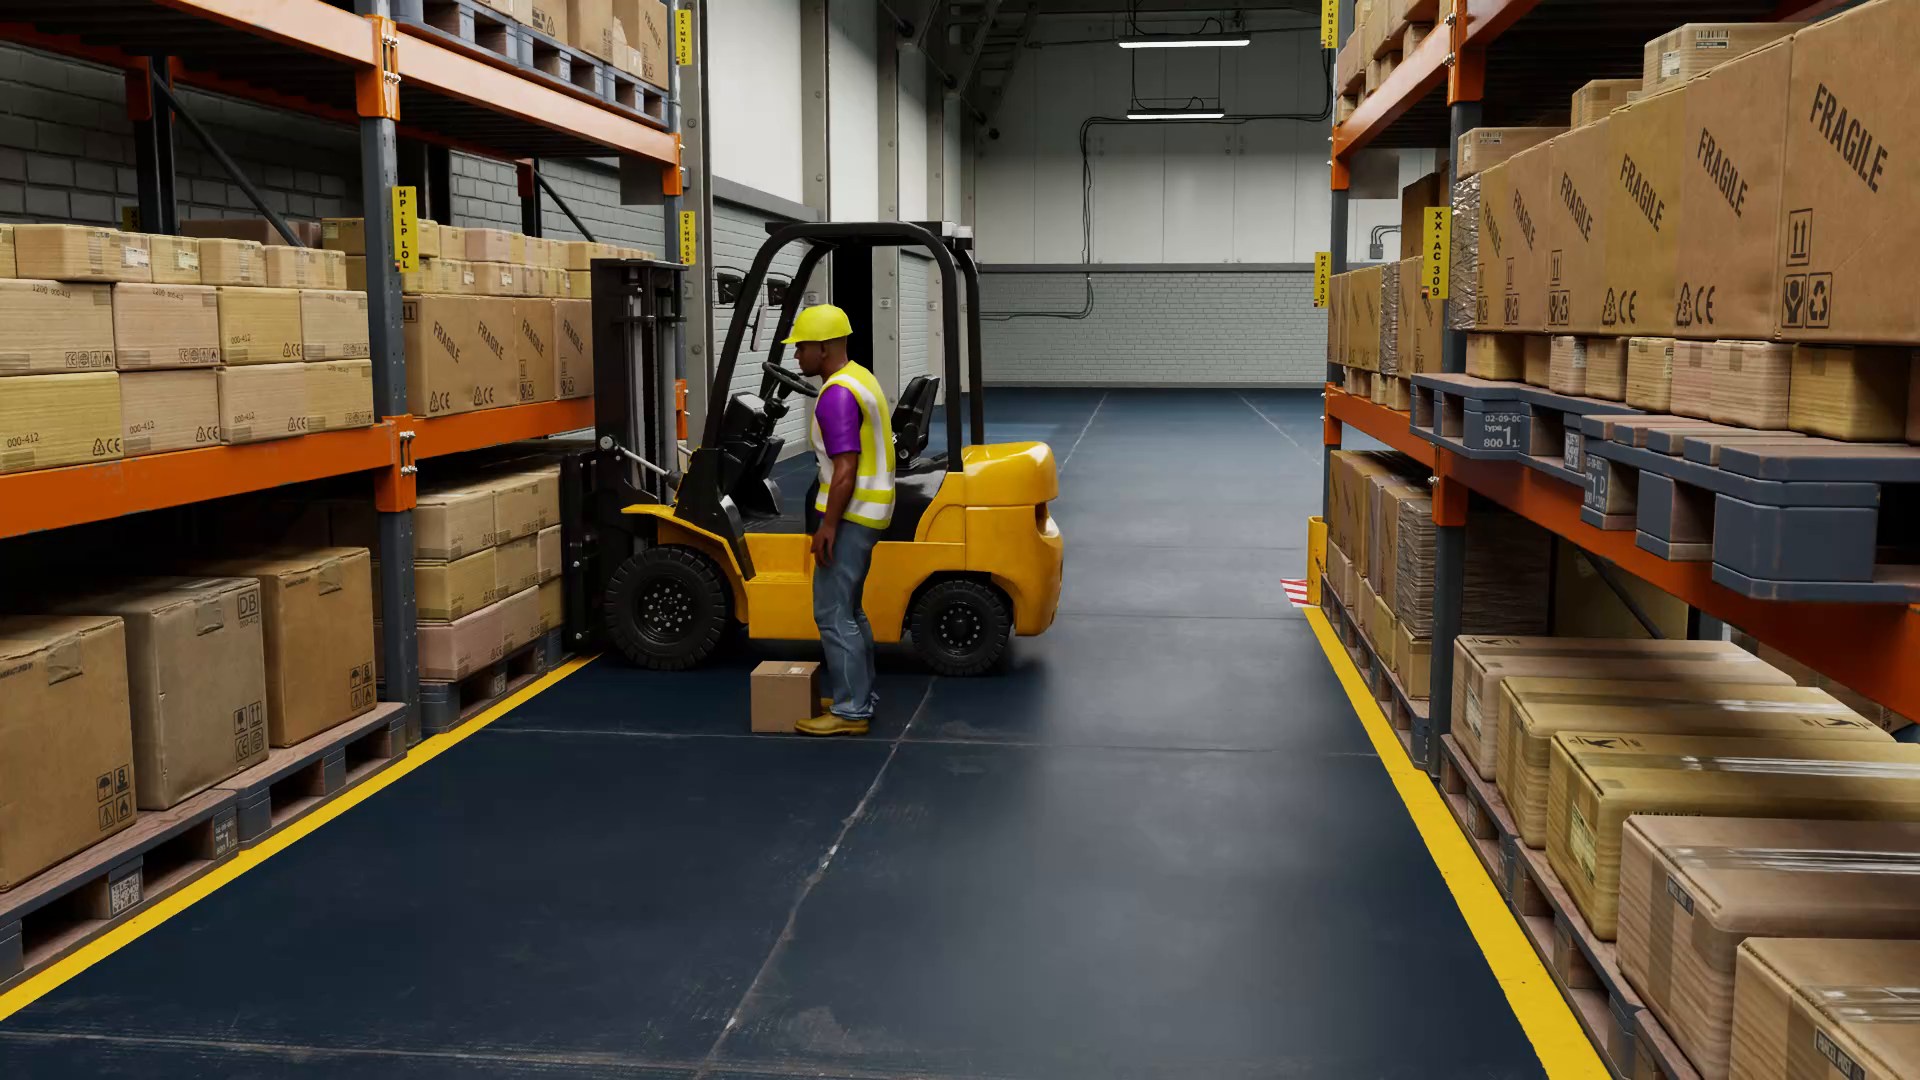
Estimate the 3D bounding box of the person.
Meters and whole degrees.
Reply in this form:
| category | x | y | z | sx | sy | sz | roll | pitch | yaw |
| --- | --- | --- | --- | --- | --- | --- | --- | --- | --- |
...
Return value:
| category | x | y | z | sx | sy | sz | roll | pitch | yaw |
| --- | --- | --- | --- | --- | --- | --- | --- | --- | --- |
| person | -0.497 | -0.088 | 6.883 | 0.457 | 1.761 | 0.629 | 0 | 8 | 4 |
